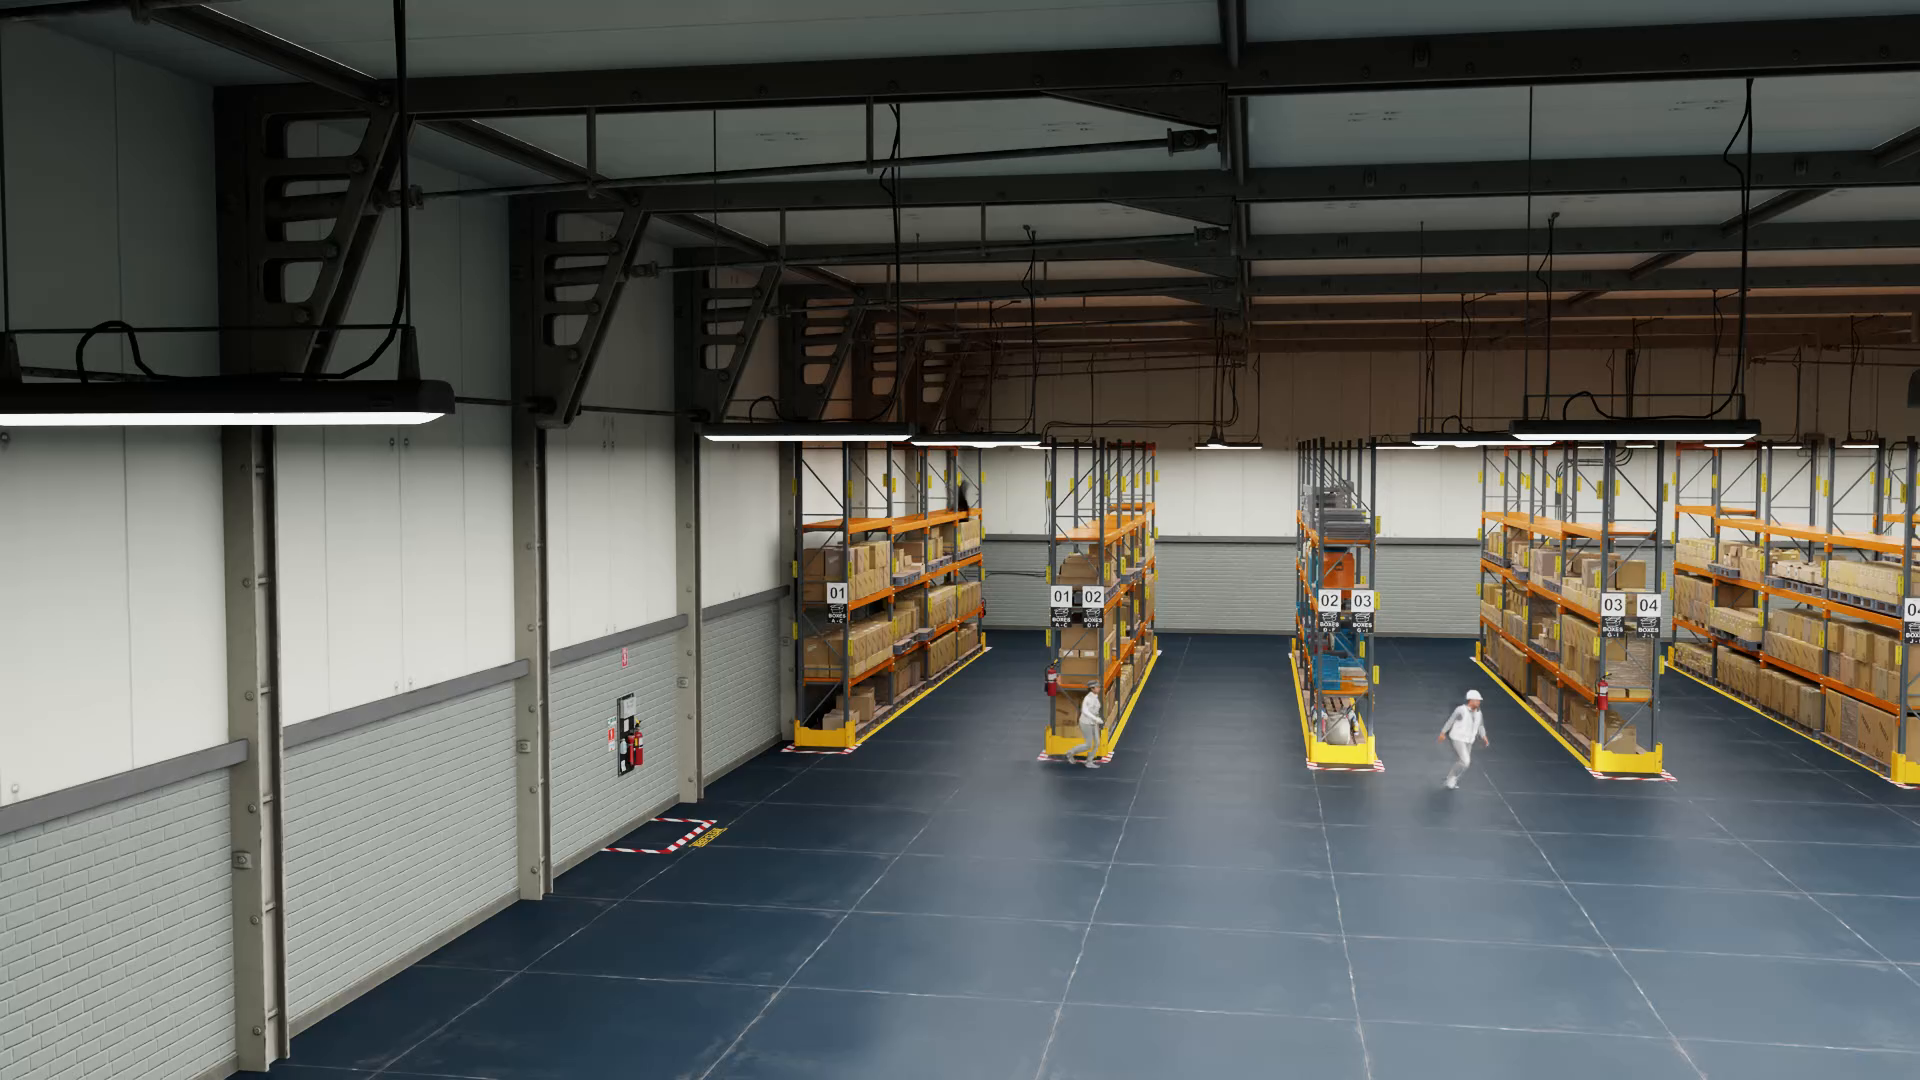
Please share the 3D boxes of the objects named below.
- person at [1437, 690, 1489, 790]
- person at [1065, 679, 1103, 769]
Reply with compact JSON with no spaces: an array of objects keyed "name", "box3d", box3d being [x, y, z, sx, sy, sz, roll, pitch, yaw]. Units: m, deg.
[{"name":"person","box3d":[8.521,3.372,28.058,0.623,1.714,0.725,-2,3,-30]},{"name":"person","box3d":[2.277,3.321,30.122,0.714,1.642,0.614,1,3,22]}]
